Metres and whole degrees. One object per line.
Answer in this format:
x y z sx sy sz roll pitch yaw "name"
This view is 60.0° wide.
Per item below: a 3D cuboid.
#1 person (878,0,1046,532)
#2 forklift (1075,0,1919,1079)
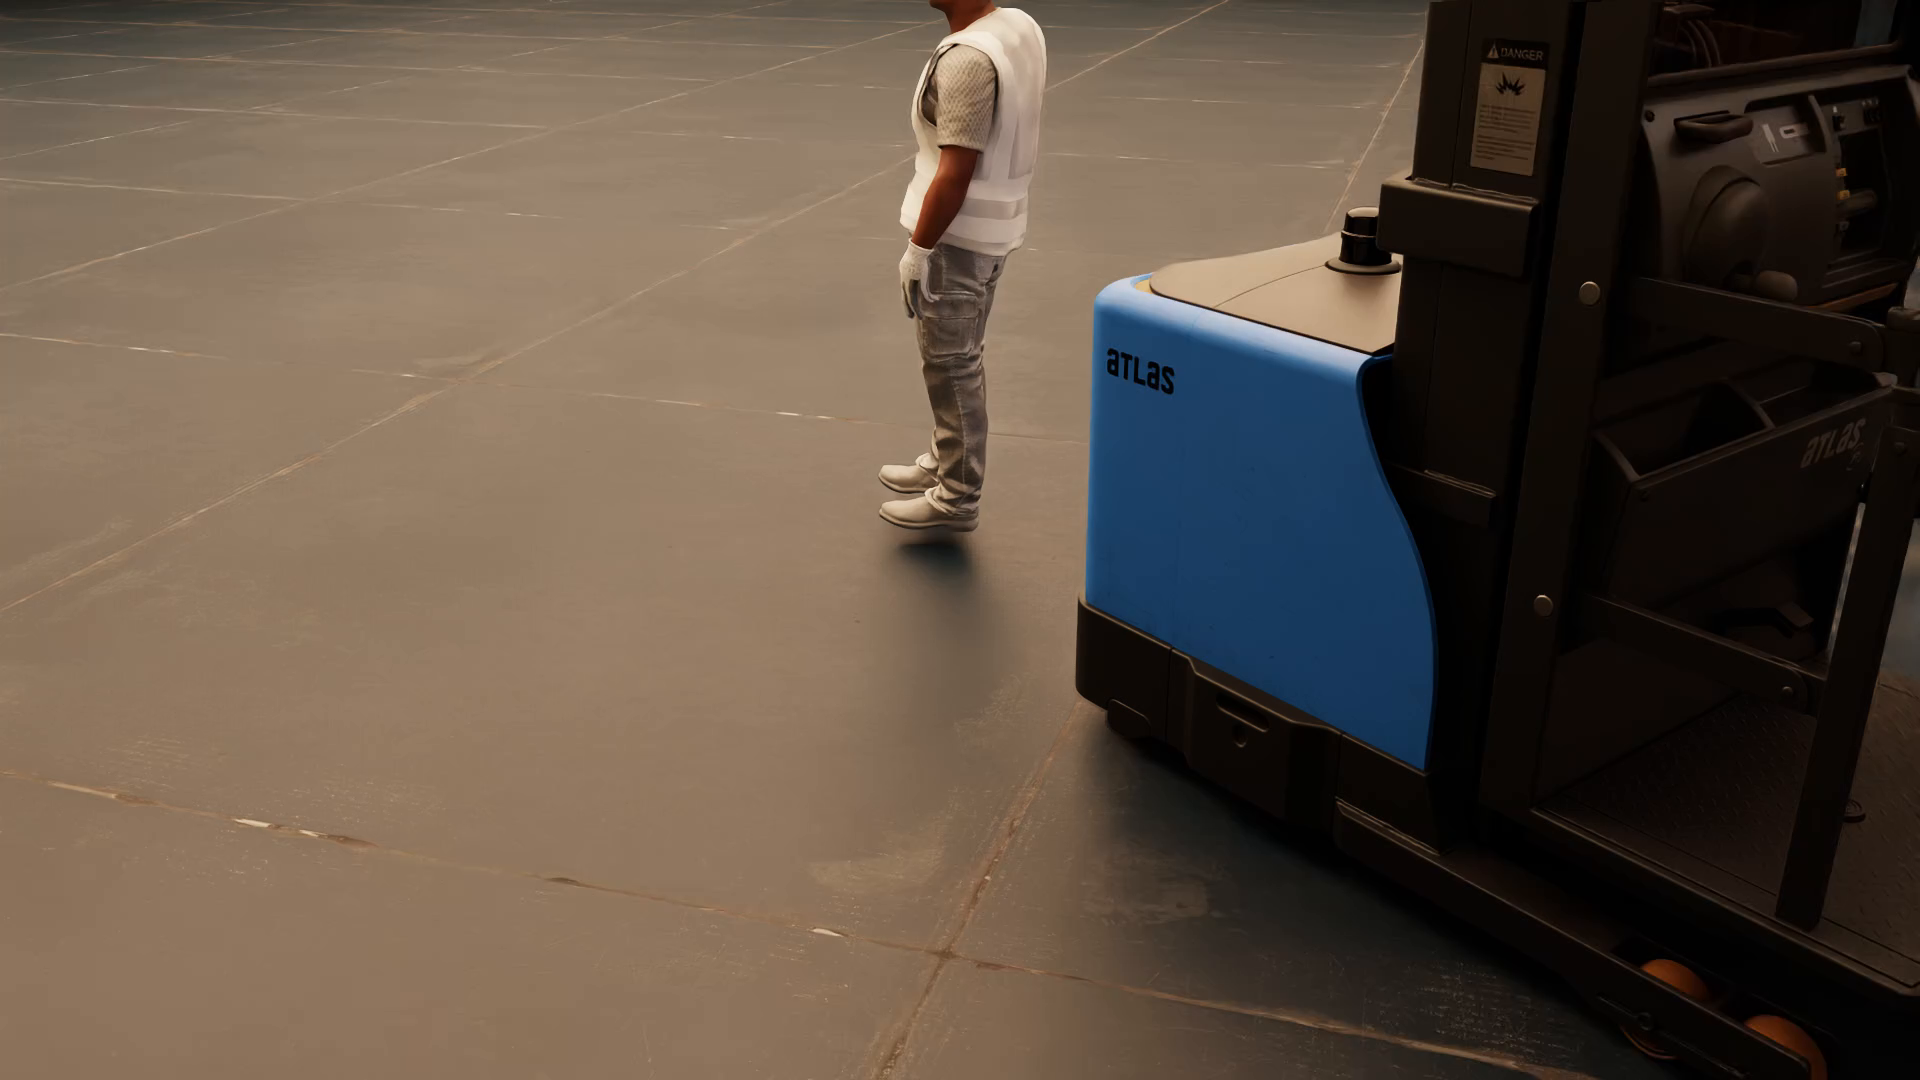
-0.066 -0.879 4.790 0.577 1.781 0.655 7 23 16 "person"
1.579 -0.602 2.737 1.130 2.935 3.031 -16 28 -34 "forklift"
